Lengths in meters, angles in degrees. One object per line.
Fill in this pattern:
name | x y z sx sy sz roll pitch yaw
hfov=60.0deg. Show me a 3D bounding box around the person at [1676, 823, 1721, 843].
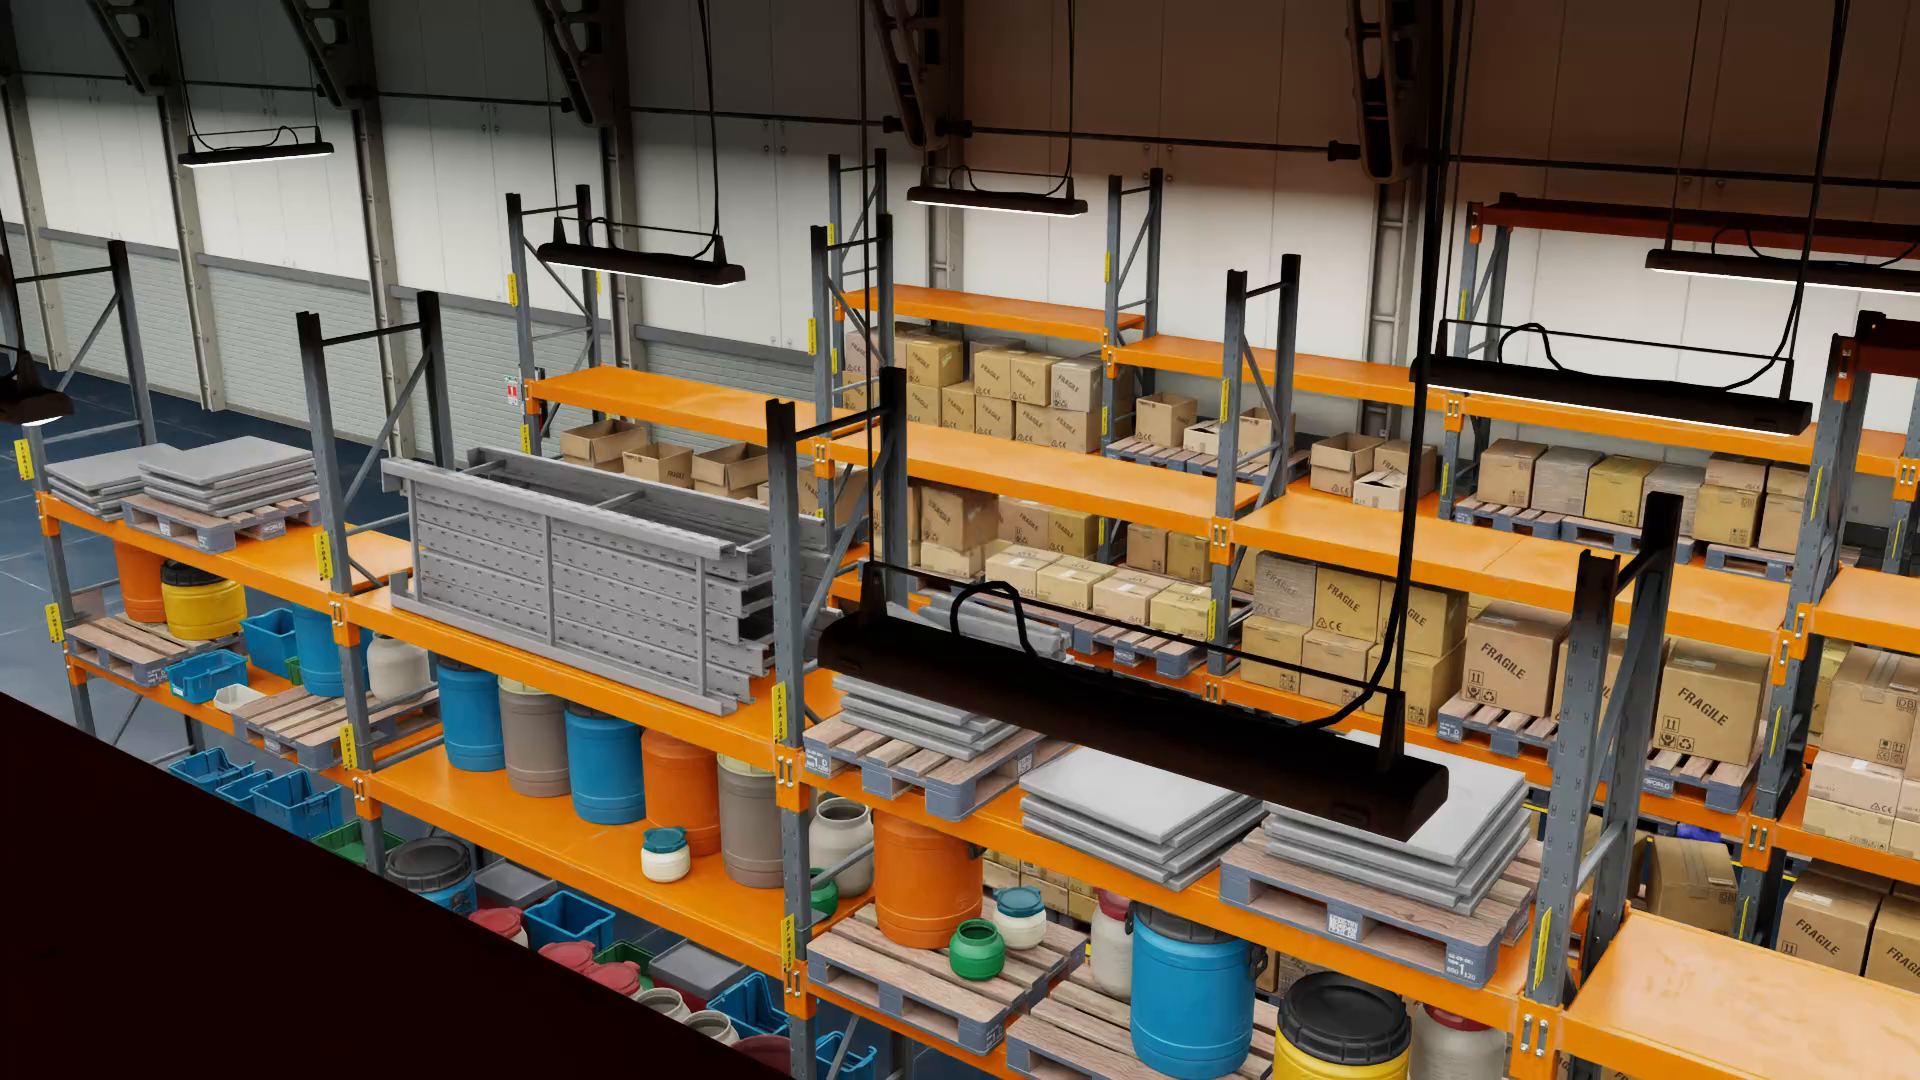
person | 6.095 2.865 13.948 0.492 1.658 0.460 -9 20 -24
